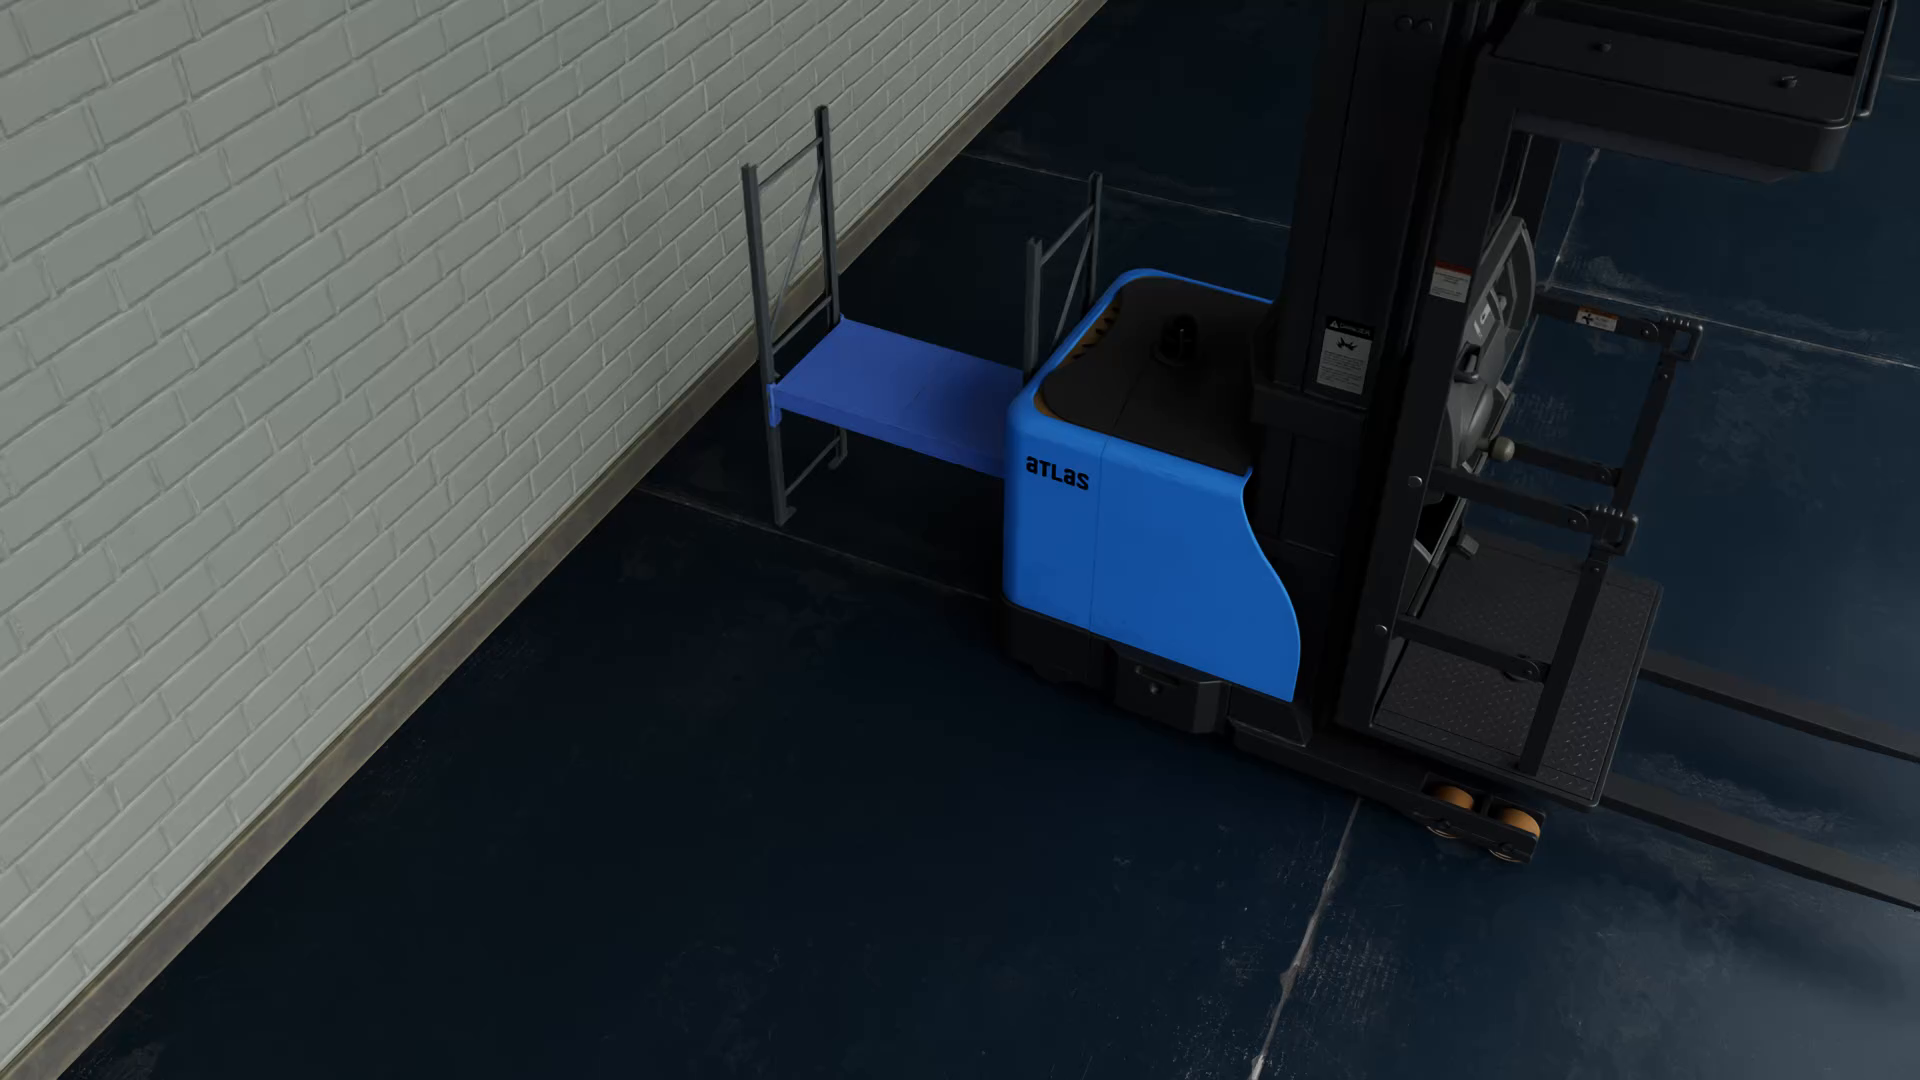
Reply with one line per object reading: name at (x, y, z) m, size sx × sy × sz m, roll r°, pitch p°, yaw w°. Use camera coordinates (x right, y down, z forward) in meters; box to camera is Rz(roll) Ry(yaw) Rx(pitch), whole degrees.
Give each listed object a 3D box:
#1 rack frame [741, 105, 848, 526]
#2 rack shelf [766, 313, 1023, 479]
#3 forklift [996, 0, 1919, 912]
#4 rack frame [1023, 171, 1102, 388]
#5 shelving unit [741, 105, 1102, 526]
rack frame at (-0.576, -0.769, 5.992) m, size 0.032 × 1.500 × 0.500 m, roll 19°, pitch 44°, yaw 20°
rack shelf at (-0.124, -0.481, 5.934) m, size 1.000 × 0.185 × 0.538 m, roll 19°, pitch 44°, yaw 20°
forklift at (1.673, -0.521, 4.614) m, size 3.031 × 2.935 × 1.130 m, roll 19°, pitch 44°, yaw 21°
rack frame at (0.328, -0.464, 5.640) m, size 0.032 × 1.500 × 0.500 m, roll 19°, pitch 44°, yaw 20°
shelving unit at (-0.124, -0.617, 5.816) m, size 1.048 × 1.500 × 0.538 m, roll 19°, pitch 44°, yaw 20°
